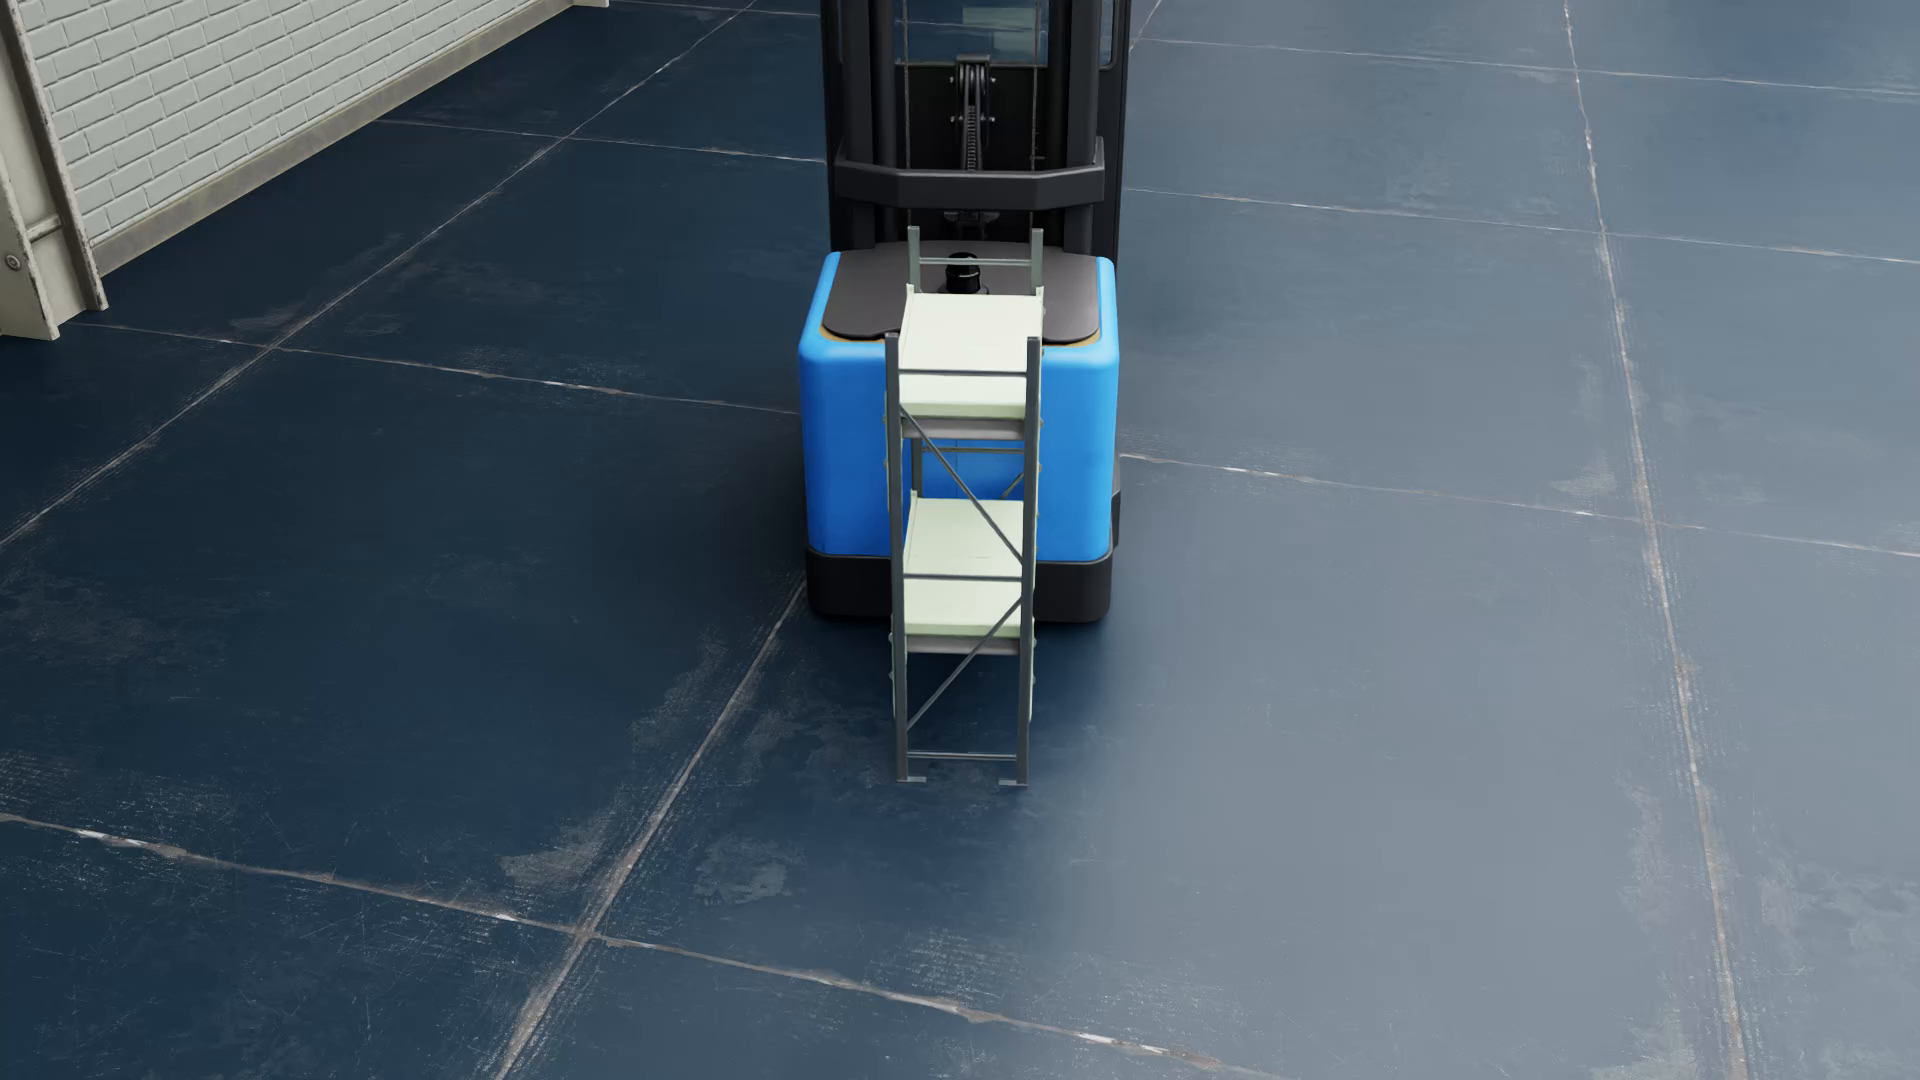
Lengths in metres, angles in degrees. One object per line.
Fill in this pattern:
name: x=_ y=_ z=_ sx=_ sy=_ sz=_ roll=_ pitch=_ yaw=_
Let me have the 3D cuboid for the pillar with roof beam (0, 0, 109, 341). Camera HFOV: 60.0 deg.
pillar with roof beam: x=-0.138 y=-4.259 z=4.561 sx=9.100 sy=9.000 sz=0.400 roll=8 pitch=33 yaw=12

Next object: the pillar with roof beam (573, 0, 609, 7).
pillar with roof beam: x=1.384 y=-7.372 z=9.459 sx=9.100 sy=9.000 sz=0.400 roll=8 pitch=33 yaw=12

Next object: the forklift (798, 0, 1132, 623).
forklift: x=0.068 y=-1.717 z=6.219 sx=1.130 sy=2.935 sz=3.031 roll=2 pitch=32 yaw=3

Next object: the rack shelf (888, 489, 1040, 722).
rack shelf: x=0.026 y=0.188 z=5.164 sx=0.431 sy=0.370 sz=0.720 roll=2 pitch=32 yaw=3

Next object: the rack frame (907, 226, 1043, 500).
rack frame: x=0.045 y=-0.283 z=5.297 sx=0.400 sy=1.500 sz=0.023 roll=2 pitch=32 yaw=3

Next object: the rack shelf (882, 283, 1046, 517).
rack shelf: x=0.026 y=-0.416 z=4.779 sx=0.431 sy=0.370 sz=0.720 roll=2 pitch=32 yaw=3

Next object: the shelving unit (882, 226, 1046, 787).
shelving unit: x=0.026 y=-0.087 z=4.989 sx=0.431 sy=1.500 sz=0.755 roll=2 pitch=32 yaw=3

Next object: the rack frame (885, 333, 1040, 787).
rack frame: x=0.006 y=0.109 z=4.680 sx=0.400 sy=1.500 sz=0.023 roll=2 pitch=32 yaw=3
